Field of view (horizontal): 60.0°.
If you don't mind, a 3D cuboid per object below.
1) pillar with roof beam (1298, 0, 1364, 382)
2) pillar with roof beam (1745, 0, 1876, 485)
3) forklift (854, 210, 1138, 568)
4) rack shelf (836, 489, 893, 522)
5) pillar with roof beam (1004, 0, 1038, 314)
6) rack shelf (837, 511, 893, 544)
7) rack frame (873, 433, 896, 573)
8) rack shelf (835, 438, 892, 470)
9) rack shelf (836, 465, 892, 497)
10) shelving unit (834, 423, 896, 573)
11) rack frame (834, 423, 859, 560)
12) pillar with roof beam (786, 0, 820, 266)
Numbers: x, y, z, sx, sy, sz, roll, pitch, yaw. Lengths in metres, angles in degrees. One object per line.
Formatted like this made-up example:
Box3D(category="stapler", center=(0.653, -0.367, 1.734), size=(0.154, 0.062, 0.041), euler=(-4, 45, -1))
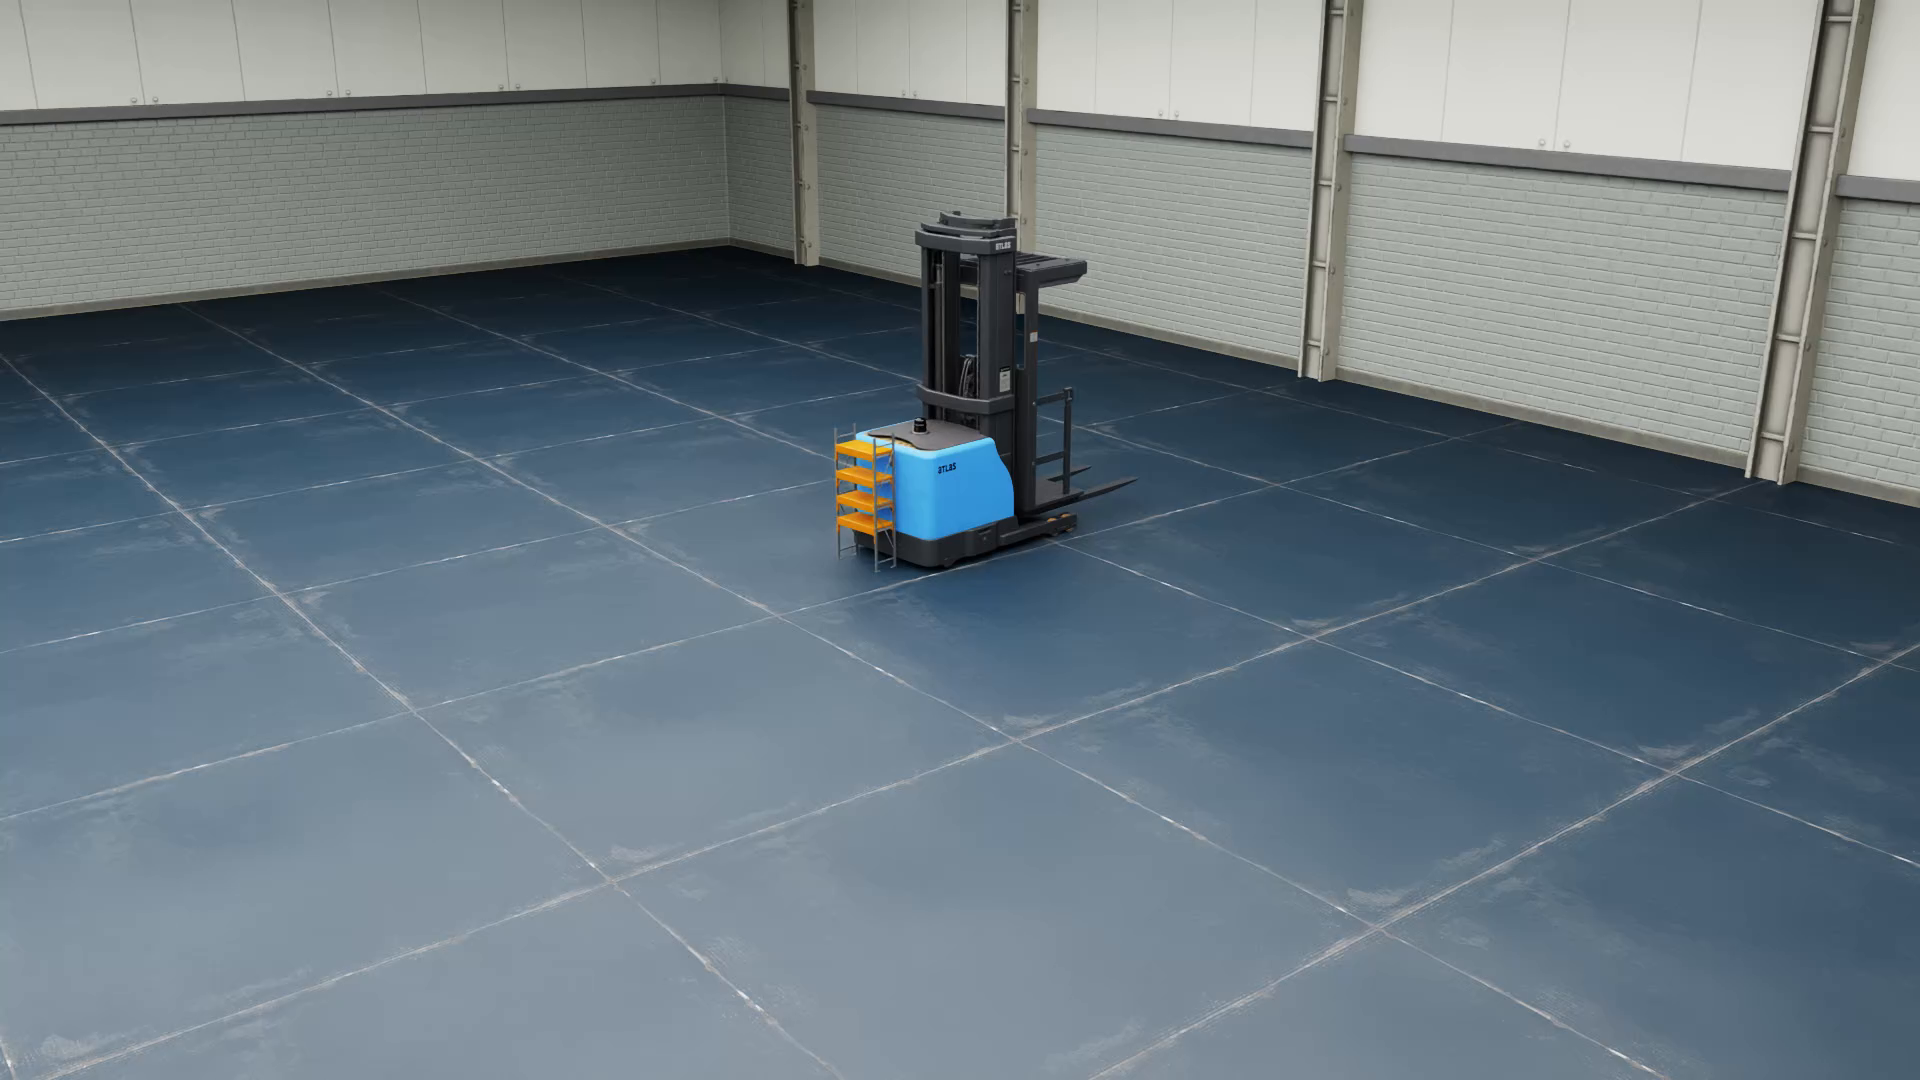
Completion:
Box3D(category="pillar with roof beam", center=(1.271, -5.547, 17.687), size=(9.100, 9.000, 0.400), euler=(-14, 23, -36))
Box3D(category="pillar with roof beam", center=(4.996, -4.069, 13.222), size=(9.100, 9.000, 0.400), euler=(-14, 23, -36))
Box3D(category="forklift", center=(0.447, -1.530, 15.207), size=(3.031, 2.935, 1.130), euler=(-17, 25, -42))
Box3D(category="rack shelf", center=(-0.821, -0.303, 14.470), size=(0.480, 0.148, 0.258), euler=(17, 25, 41))
Box3D(category="pillar with roof beam", center=(-2.454, -7.026, 22.152), size=(9.100, 9.000, 0.400), euler=(-14, 23, -36))
Box3D(category="rack shelf", center=(-0.821, -0.114, 14.533), size=(0.480, 0.148, 0.258), euler=(17, 25, 41))
Box3D(category="rack frame", center=(-0.646, -0.314, 14.288), size=(0.015, 1.200, 0.240), euler=(17, 25, 41))
Box3D(category="rack shelf", center=(-0.821, -0.740, 14.326), size=(0.480, 0.148, 0.258), euler=(17, 25, 41))
Box3D(category="rack shelf", center=(-0.821, -0.515, 14.400), size=(0.480, 0.148, 0.258), euler=(17, 25, 41))
Box3D(category="shelving unit", center=(-0.821, -0.367, 14.449), size=(0.503, 1.200, 0.258), euler=(17, 25, 41))
Box3D(category="rack frame", center=(-0.997, -0.420, 14.610), size=(0.015, 1.200, 0.240), euler=(17, 25, 41))
Box3D(category="pillar with roof beam", center=(-6.180, -8.504, 26.617), size=(9.100, 9.000, 0.400), euler=(-14, 23, -36))
